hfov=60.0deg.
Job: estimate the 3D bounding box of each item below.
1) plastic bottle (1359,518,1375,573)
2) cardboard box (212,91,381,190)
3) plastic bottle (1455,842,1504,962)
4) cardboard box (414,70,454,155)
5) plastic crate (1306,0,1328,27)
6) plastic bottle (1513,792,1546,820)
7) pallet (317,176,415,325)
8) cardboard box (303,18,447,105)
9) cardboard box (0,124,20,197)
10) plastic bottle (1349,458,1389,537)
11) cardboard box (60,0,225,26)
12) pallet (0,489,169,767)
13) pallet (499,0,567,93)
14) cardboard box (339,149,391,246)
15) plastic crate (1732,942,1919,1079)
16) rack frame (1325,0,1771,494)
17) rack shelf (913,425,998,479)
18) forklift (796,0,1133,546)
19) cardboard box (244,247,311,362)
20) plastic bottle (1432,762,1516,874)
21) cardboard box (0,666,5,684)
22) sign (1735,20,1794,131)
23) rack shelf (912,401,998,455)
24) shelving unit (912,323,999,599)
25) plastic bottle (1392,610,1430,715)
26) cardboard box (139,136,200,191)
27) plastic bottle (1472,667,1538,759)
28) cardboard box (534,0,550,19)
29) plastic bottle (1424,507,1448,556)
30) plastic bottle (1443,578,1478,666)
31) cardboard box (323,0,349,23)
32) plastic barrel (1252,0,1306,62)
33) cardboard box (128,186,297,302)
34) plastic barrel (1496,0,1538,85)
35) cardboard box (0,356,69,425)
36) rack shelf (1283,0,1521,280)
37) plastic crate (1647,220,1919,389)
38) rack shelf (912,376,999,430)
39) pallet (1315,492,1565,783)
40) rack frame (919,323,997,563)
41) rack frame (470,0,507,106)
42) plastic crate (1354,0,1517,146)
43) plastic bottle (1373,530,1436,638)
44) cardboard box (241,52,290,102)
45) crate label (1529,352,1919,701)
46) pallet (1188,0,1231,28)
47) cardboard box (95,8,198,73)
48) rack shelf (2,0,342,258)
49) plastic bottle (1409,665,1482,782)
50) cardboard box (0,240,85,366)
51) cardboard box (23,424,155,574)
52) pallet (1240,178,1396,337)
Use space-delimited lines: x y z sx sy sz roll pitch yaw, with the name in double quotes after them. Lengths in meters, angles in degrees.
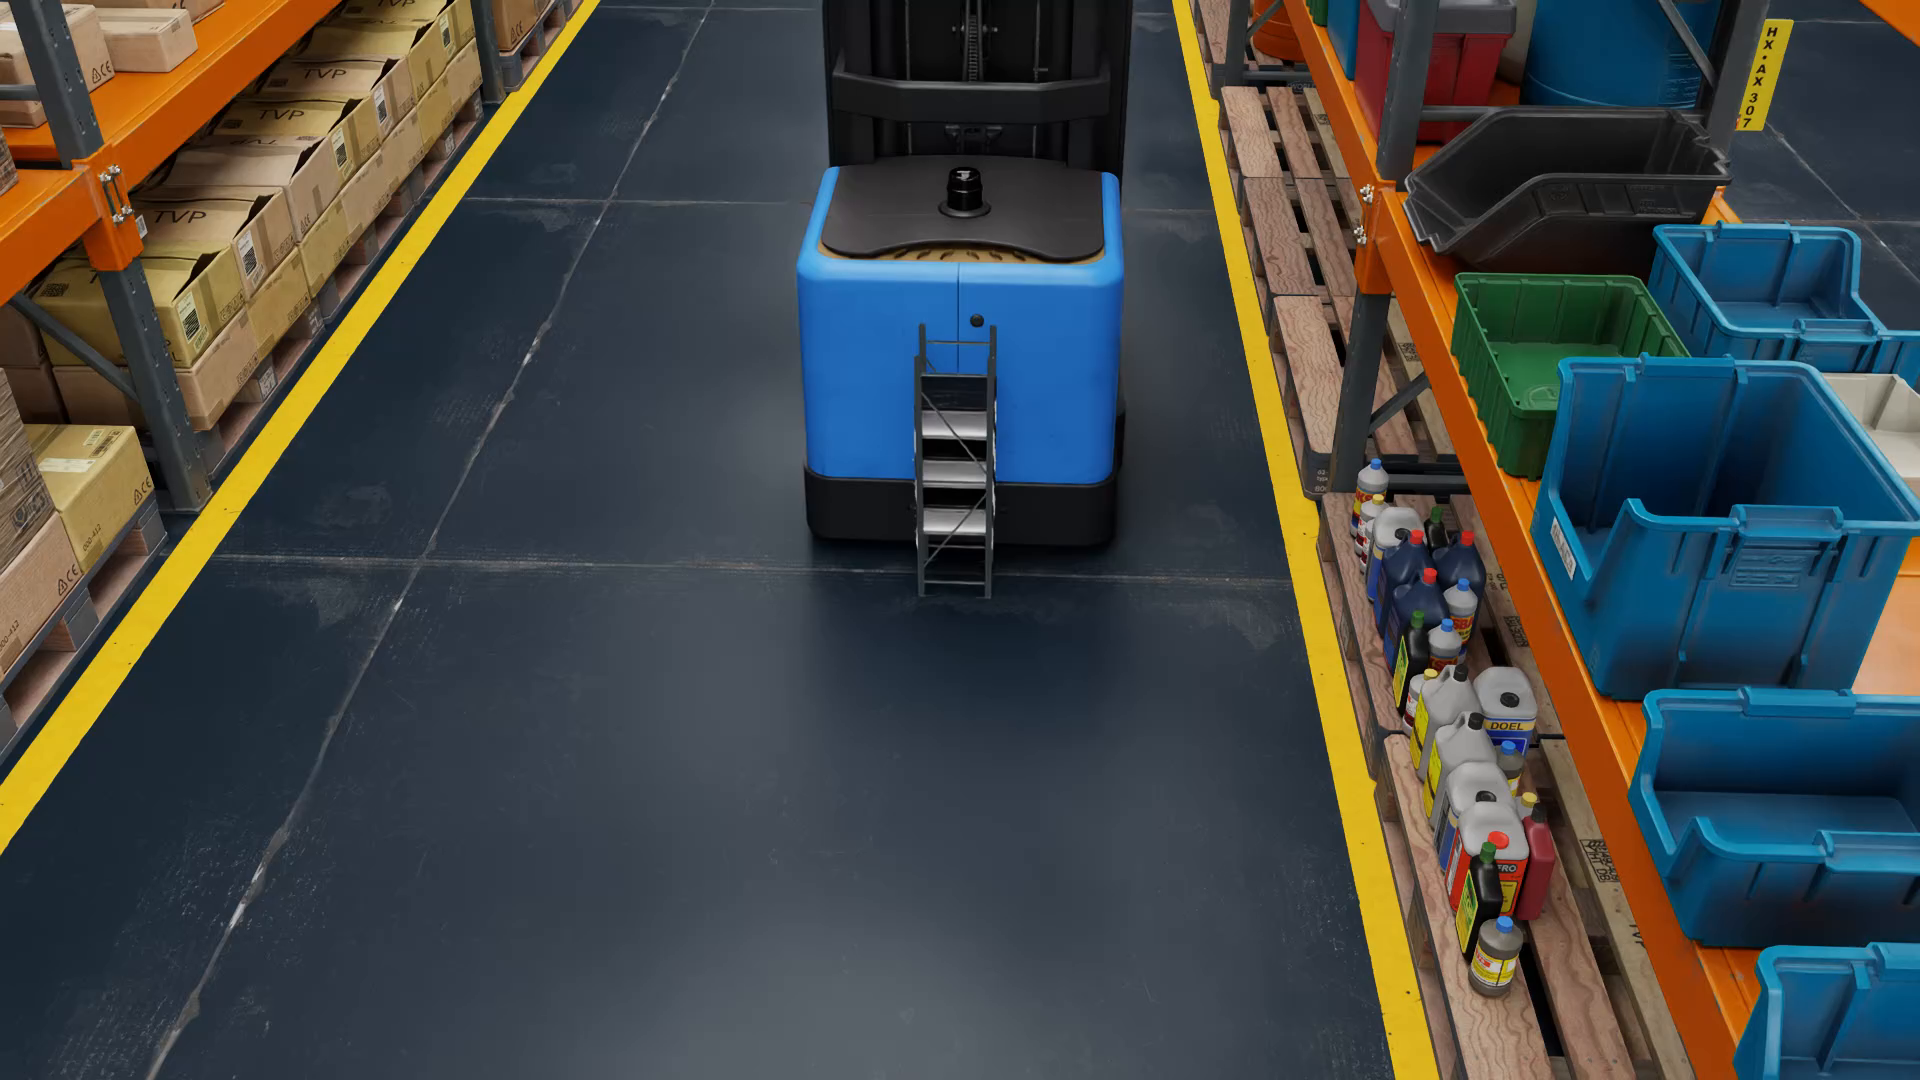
1.307 0.007 5.183 0.097 0.201 0.097 0 35 0 "plastic bottle"
-2.858 -1.756 7.178 0.500 0.311 0.500 2 35 3 "cardboard box"
1.227 0.849 3.913 0.061 0.283 0.133 2 35 3 "plastic bottle"
-2.818 -2.105 8.163 0.500 0.250 0.500 1 35 1 "cardboard box"
1.553 -2.168 6.411 0.450 0.188 0.662 1 35 2 "plastic crate"
1.409 0.718 4.170 0.097 0.201 0.097 0 35 0 "plastic bottle"
-3.147 -1.350 7.488 1.003 0.211 1.213 1 35 2 "pallet"
-2.812 -2.333 8.000 0.500 0.311 0.500 1 35 1 "cardboard box"
-3.195 -1.150 4.691 0.700 0.500 0.500 0 35 1 "cardboard box"
1.315 -0.139 5.329 0.097 0.271 0.097 0 35 0 "plastic bottle"
-3.115 -2.149 6.112 0.500 0.500 0.500 4 35 5 "cardboard box"
-3.257 0.232 5.236 1.003 0.211 1.213 1 35 2 "pallet"
-2.955 -2.950 9.764 1.003 0.211 1.213 1 35 2 "pallet"
-2.859 -1.521 7.331 0.500 0.250 0.500 2 35 3 "cardboard box"
1.326 0.817 2.109 0.499 0.251 0.616 1 35 2 "plastic crate"
1.766 -1.248 4.917 1.000 3.000 0.127 1 35 2 "rack frame"
-0.012 -0.283 5.272 0.258 0.077 0.200 2 35 2 "rack shelf"
0.074 -2.001 6.049 1.130 2.935 3.031 2 35 2 "forklift"
-2.898 -0.931 6.492 0.500 0.250 0.500 2 35 3 "cardboard box"
1.284 0.695 4.138 0.152 0.276 0.135 0 35 1 "plastic bottle"
-3.019 0.435 4.549 0.500 0.250 0.500 1 35 2 "cardboard box"
2.315 -1.342 4.810 0.100 0.325 0.005 1 35 2 "sign"
-0.012 -0.357 5.220 0.258 0.077 0.200 2 35 2 "rack shelf"
-0.012 -0.237 5.305 0.258 0.900 0.210 2 35 2 "shelving unit"
1.263 0.340 4.637 0.061 0.283 0.133 3 35 4 "plastic bottle"
-3.417 -1.466 6.765 0.500 0.311 0.500 1 35 2 "cardboard box"
1.443 0.482 4.441 0.152 0.276 0.135 1 35 2 "plastic bottle"
-2.704 -3.376 9.736 0.500 0.500 0.500 0 35 0 "cardboard box"
1.435 0.045 5.057 0.061 0.283 0.133 1 35 2 "plastic bottle"
1.433 0.229 4.806 0.097 0.271 0.097 0 35 0 "plastic bottle"
-3.338 -2.645 8.443 0.500 0.311 0.500 2 35 3 "cardboard box"
1.929 -3.111 9.091 0.600 0.830 0.708 1 35 2 "plastic barrel"
-2.893 -1.160 6.330 0.500 0.311 0.500 1 35 1 "cardboard box"
2.023 -1.848 5.653 0.433 0.535 0.433 0 35 0 "plastic barrel"
-3.457 -0.656 6.101 0.500 0.250 0.500 1 35 1 "cardboard box"
1.846 -2.103 6.759 1.077 0.370 4.000 1 35 2 "rack shelf"
1.992 -0.545 4.046 0.499 0.251 0.616 1 35 2 "plastic crate"
-0.012 -0.431 5.168 0.258 0.077 0.200 2 35 2 "rack shelf"
1.697 0.278 5.171 1.003 0.211 1.213 1 35 2 "pallet"
-0.007 -0.295 5.388 0.240 0.900 0.006 2 35 2 "rack frame"
-3.023 -3.663 8.353 1.000 3.000 0.127 1 35 2 "rack frame"
1.479 -1.559 5.304 0.402 0.464 0.583 1 35 2 "plastic crate"
1.318 0.110 4.906 0.144 0.351 0.185 2 35 3 "plastic bottle"
-3.373 -2.050 7.596 0.500 0.311 0.500 0 35 1 "cardboard box"
1.409 -0.028 3.150 0.502 0.435 0.616 1 35 2 "crate label"
1.968 -3.558 10.629 1.003 0.211 1.213 1 35 2 "pallet"
-2.944 -1.766 5.873 0.380 0.149 0.250 1 35 2 "cardboard box"
-3.103 -2.219 6.924 1.077 0.370 4.000 1 35 2 "rack shelf"
1.294 0.463 4.404 0.144 0.351 0.185 1 35 2 "plastic bottle"
-3.454 -0.880 5.932 0.500 0.311 0.500 1 35 2 "cardboard box"
-2.984 -0.140 5.366 0.500 0.250 0.500 1 35 2 "cardboard box"
1.805 -1.262 7.362 1.003 0.211 1.213 1 35 2 "pallet"
